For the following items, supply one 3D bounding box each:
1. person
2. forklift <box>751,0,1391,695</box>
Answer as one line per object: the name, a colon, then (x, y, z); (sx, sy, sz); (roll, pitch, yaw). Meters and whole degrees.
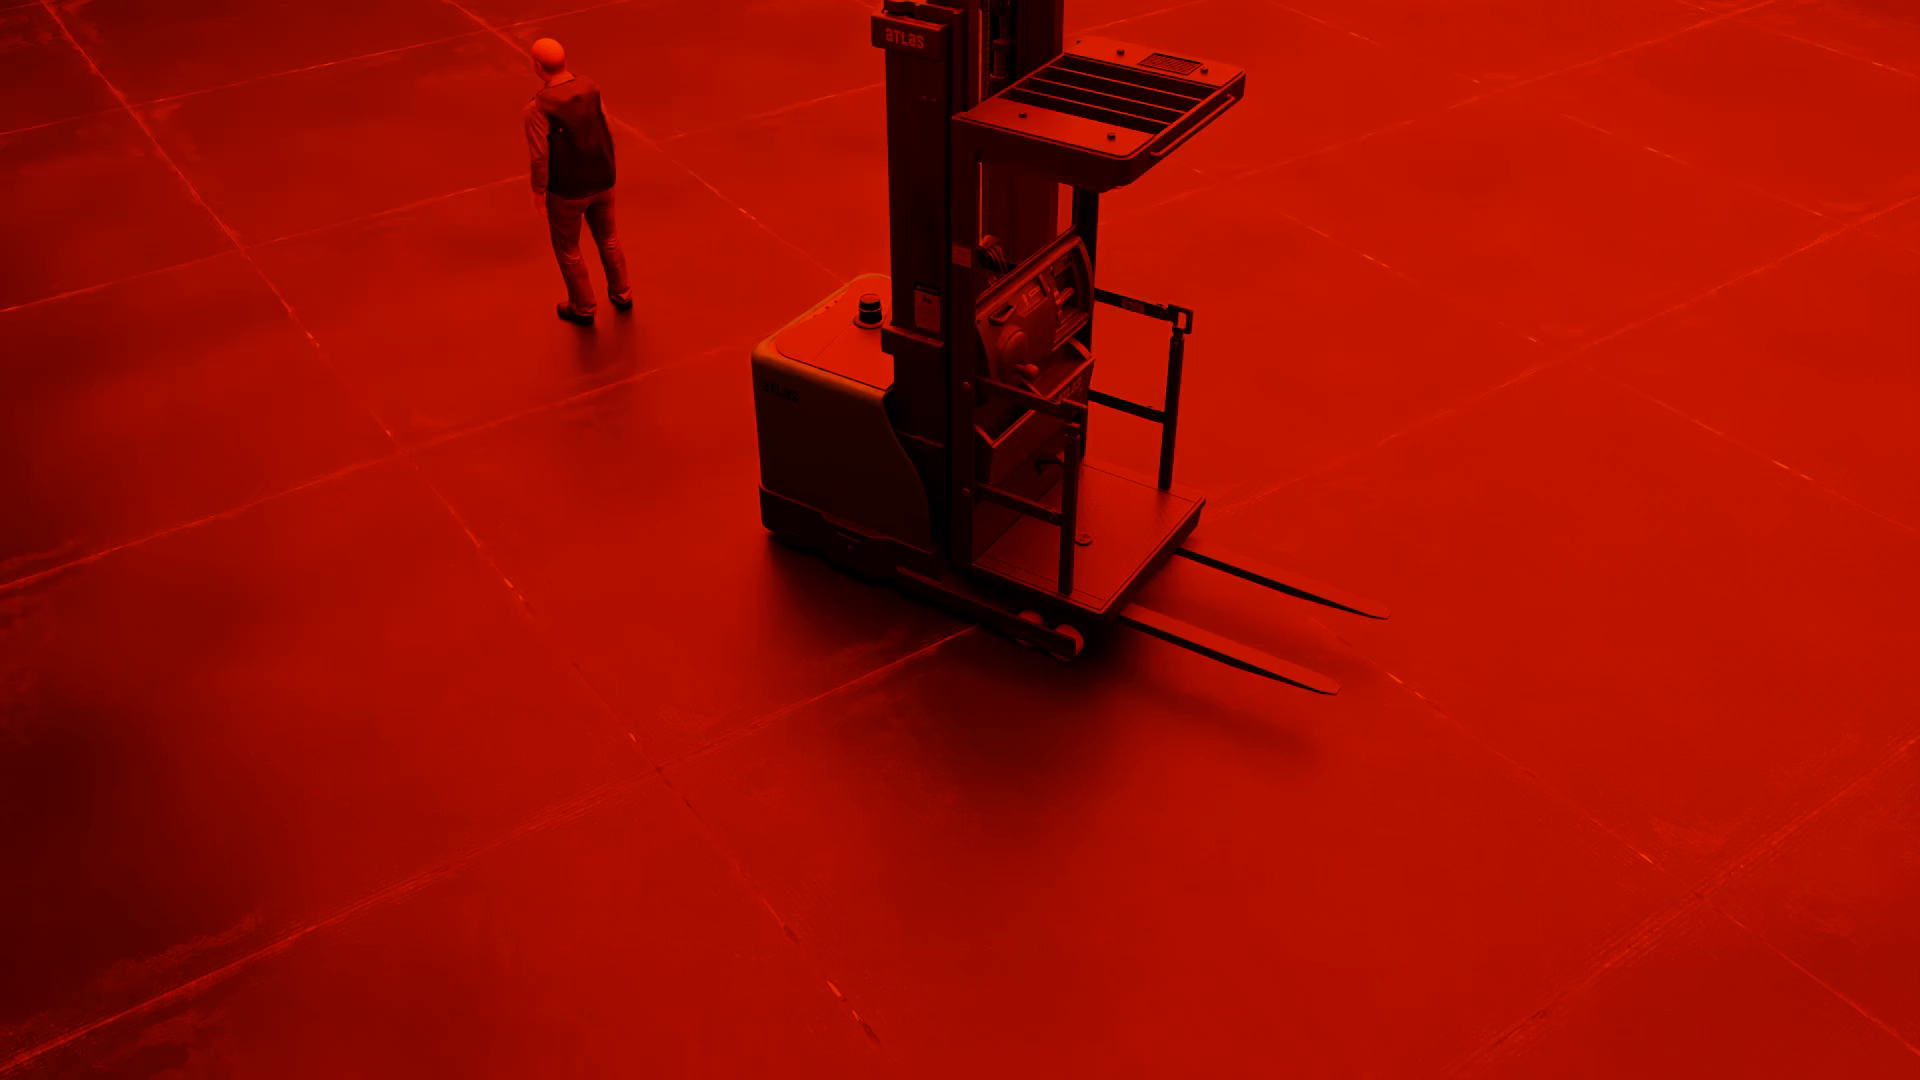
person: (-2.249, -2.092, 9.793); (0.426, 1.720, 0.591); (30, 46, 34)
forklift: (0.514, -0.985, 7.276); (3.031, 2.935, 1.130); (21, 41, 26)
